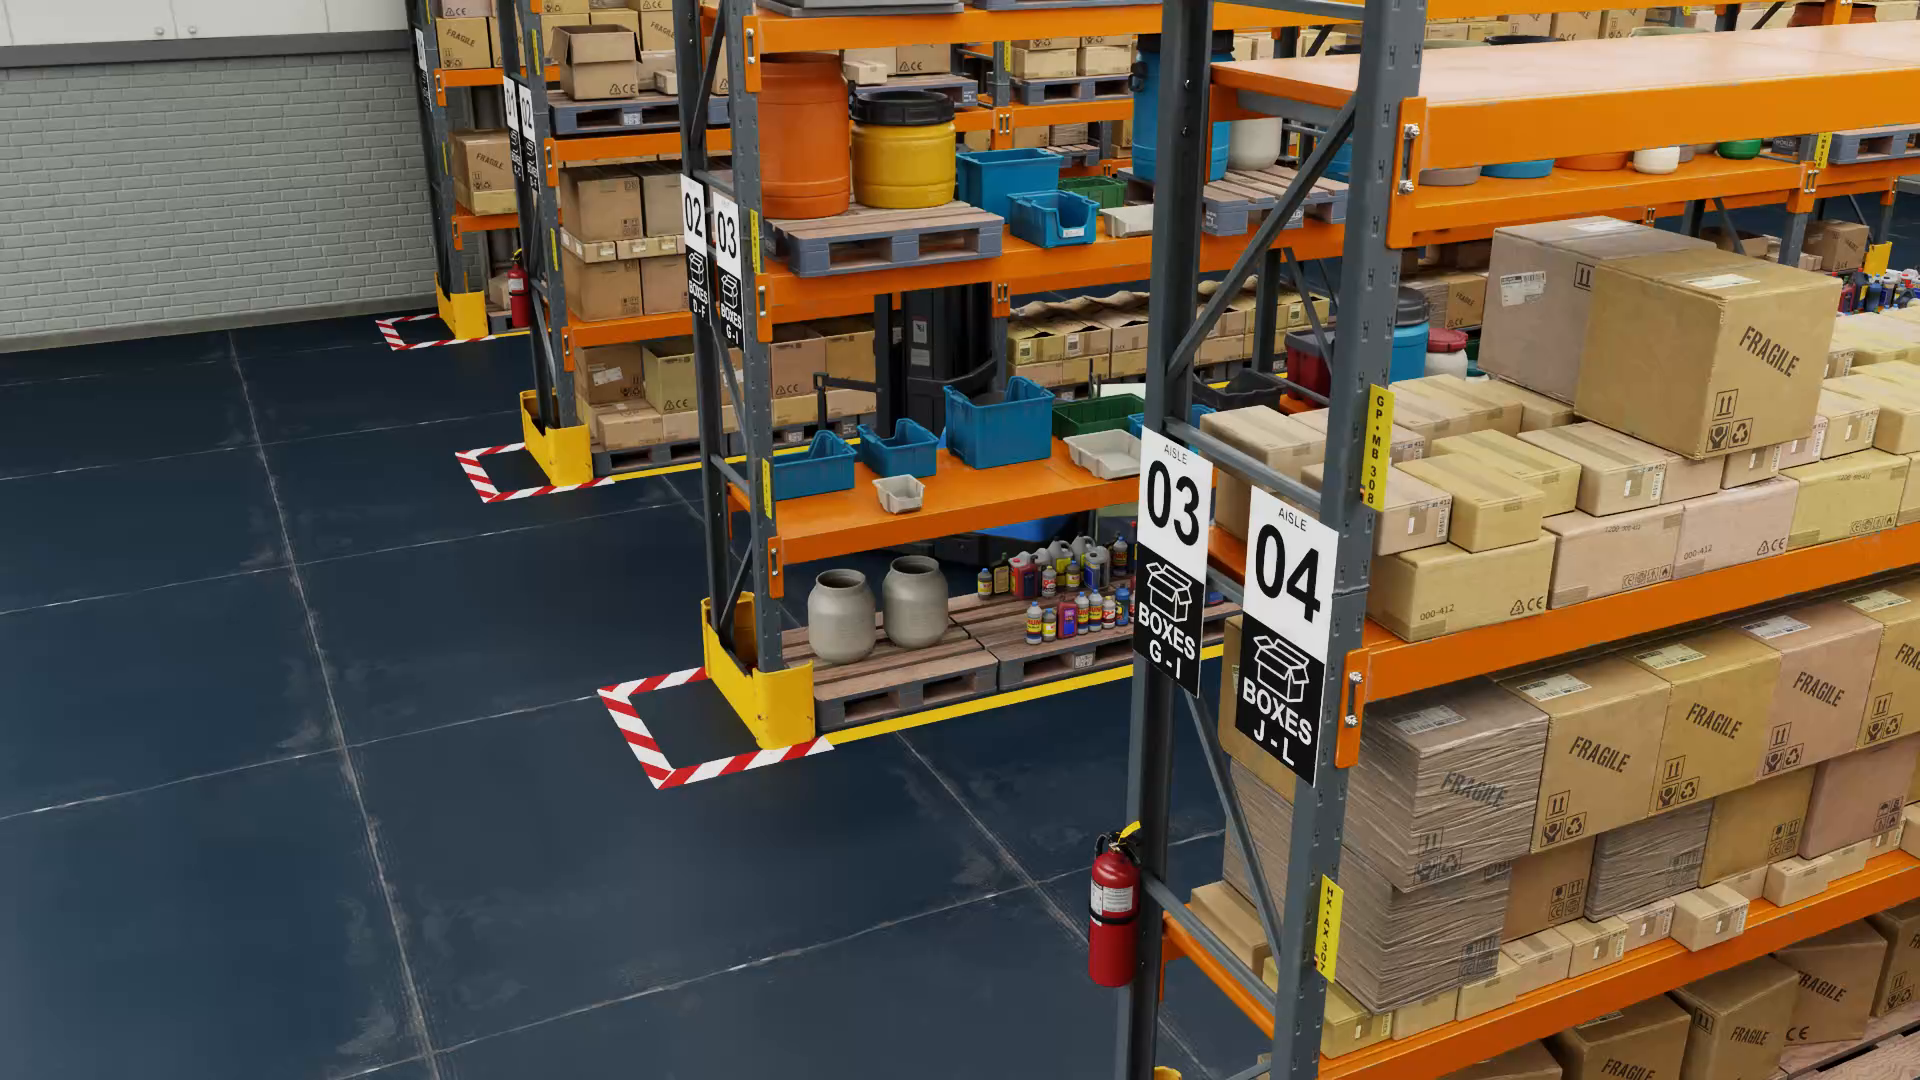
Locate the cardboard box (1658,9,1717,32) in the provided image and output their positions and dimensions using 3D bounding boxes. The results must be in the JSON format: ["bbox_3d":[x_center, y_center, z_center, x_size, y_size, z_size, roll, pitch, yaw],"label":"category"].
[{"bbox_3d":[7.917,-5.585,17.941,0.500,0.250,0.500,-10,25,-24],"label":"cardboard box"}]

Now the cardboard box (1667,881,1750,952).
[{"bbox_3d":[2.606,1.298,6.020,0.250,0.149,0.380,-10,25,-24],"label":"cardboard box"}]

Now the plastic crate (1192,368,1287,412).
[{"bbox_3d":[1.781,-0.936,11.171,0.504,0.338,0.767,-10,25,-24],"label":"plastic crate"}]

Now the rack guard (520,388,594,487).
[{"bbox_3d":[-3.463,-0.893,14.254,0.348,0.500,1.175,-10,25,-24],"label":"rack guard"}]

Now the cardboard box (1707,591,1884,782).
[{"bbox_3d":[2.817,0.471,5.864,0.500,0.500,0.500,-10,25,-24],"label":"cardboard box"}]

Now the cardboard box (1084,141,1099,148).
[{"bbox_3d":[1.798,-5.121,21.502,0.250,0.149,0.380,-10,25,-23],"label":"cardboard box"}]

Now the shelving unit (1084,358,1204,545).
[{"bbox_3d":[1.326,-0.554,12.128,0.755,1.500,0.431,-2,23,-4],"label":"shelving unit"}]

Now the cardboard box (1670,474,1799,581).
[{"bbox_3d":[2.308,-0.113,5.376,0.500,0.250,0.500,-11,25,-24],"label":"cardboard box"}]

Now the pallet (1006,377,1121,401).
[{"bbox_3d":[0.810,-1.563,16.249,1.213,0.211,1.003,-10,25,-24],"label":"pallet"}]

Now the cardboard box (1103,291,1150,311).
[{"bbox_3d":[1.775,-2.317,16.737,0.500,0.311,0.500,-11,25,-24],"label":"cardboard box"}]

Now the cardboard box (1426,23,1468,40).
[{"bbox_3d":[4.605,-4.980,16.805,0.500,0.500,0.910,-10,25,-24],"label":"cardboard box"}]

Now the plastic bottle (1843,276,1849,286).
[{"bbox_3d":[7.408,-2.074,13.991,0.133,0.283,0.061,-10,25,-24],"label":"plastic bottle"}]

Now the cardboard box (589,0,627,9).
[{"bbox_3d":[-3.921,-6.073,18.113,0.500,0.500,0.500,-10,25,-24],"label":"cardboard box"}]

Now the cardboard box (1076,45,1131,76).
[{"bbox_3d":[1.216,-4.417,15.224,0.500,0.250,0.500,-13,26,-29],"label":"cardboard box"}]

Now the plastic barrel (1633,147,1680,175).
[{"bbox_3d":[4.867,-2.702,11.614,0.301,0.262,0.301,0,22,0],"label":"plastic barrel"}]

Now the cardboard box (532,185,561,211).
[{"bbox_3d":[-4.554,-3.761,18.084,0.500,0.250,0.500,-11,25,-25],"label":"cardboard box"}]

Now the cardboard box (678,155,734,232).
[{"bbox_3d":[-2.042,-2.952,14.133,0.500,0.500,0.700,-10,25,-23],"label":"cardboard box"}]

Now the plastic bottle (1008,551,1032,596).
[{"bbox_3d":[0.407,0.223,11.276,0.135,0.276,0.152,-10,25,-23],"label":"plastic bottle"}]

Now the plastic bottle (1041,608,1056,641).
[{"bbox_3d":[0.566,0.535,10.619,0.097,0.201,0.097,0,22,0],"label":"plastic bottle"}]

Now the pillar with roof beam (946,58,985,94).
[{"bbox_3d":[1.936,-6.456,16.581,0.400,9.000,9.100,-10,25,-24],"label":"pillar with roof beam"}]

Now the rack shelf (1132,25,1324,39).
[{"bbox_3d":[3.417,-6.471,21.479,4.000,0.370,1.077,-10,25,-24],"label":"rack shelf"}]

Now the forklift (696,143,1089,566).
[{"bbox_3d":[-0.575,-1.449,12.419,3.031,2.935,1.130,9,24,22],"label":"forklift"}]

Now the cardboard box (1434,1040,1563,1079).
[{"bbox_3d":[1.945,2.115,6.438,0.500,0.500,0.500,-4,23,-10],"label":"cardboard box"}]

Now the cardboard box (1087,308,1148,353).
[{"bbox_3d":[1.562,-2.048,16.089,0.500,0.311,0.500,-11,25,-25],"label":"cardboard box"}]

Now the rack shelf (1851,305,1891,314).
[{"bbox_3d":[7.714,-1.671,13.805,4.000,0.370,1.077,-10,25,-24],"label":"rack shelf"}]

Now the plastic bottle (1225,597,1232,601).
[{"bbox_3d":[1.853,0.219,11.187,0.185,0.351,0.144,-11,25,-25],"label":"plastic bottle"}]

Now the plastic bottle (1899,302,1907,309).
[{"bbox_3d":[7.503,-1.754,13.217,0.133,0.283,0.061,-10,25,-24],"label":"plastic bottle"}]

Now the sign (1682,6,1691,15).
[{"bbox_3d":[7.615,-5.659,17.385,0.005,0.325,0.100,-10,25,-24],"label":"sign"}]

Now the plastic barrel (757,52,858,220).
[{"bbox_3d":[-0.914,-2.247,9.224,0.708,0.830,0.600,-10,25,-24],"label":"plastic barrel"}]

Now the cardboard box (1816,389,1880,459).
[{"bbox_3d":[2.822,-0.413,5.580,0.250,0.149,0.380,-11,25,-26],"label":"cardboard box"}]

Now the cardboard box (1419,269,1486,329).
[{"bbox_3d":[5.225,-2.574,17.741,0.500,0.500,0.500,-11,25,-24],"label":"cardboard box"}]

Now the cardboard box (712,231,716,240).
[{"bbox_3d":[-2.065,-2.560,14.035,0.250,0.149,0.380,-11,25,-25],"label":"cardboard box"}]

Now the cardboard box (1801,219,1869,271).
[{"bbox_3d":[10.592,-3.579,20.168,0.500,0.500,0.500,-10,25,-24],"label":"cardboard box"}]

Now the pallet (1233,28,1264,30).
[{"bbox_3d":[3.179,-6.696,21.329,1.213,0.211,1.003,-9,24,-21],"label":"pallet"}]

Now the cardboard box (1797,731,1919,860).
[{"bbox_3d":[3.151,0.757,6.479,0.500,0.500,0.875,-10,25,-24],"label":"cardboard box"}]

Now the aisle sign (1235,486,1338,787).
[{"bbox_3d":[0.926,0.275,4.764,0.004,0.787,0.394,-10,25,-24],"label":"aisle sign"}]

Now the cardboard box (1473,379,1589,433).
[{"bbox_3d":[1.944,-0.426,5.609,0.250,0.149,0.380,-10,25,-23],"label":"cardboard box"}]

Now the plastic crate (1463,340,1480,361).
[{"bbox_3d":[3.755,-1.296,12.236,0.662,0.188,0.450,-10,25,-24],"label":"plastic crate"}]

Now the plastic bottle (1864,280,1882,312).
[{"bbox_3d":[7.661,-2.046,13.939,0.097,0.271,0.097,0,22,0],"label":"plastic bottle"}]

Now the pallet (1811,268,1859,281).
[{"bbox_3d":[10.189,-3.272,20.379,1.213,0.211,1.003,-10,25,-24],"label":"pallet"}]

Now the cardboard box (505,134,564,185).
[{"bbox_3d":[-4.583,-4.099,17.920,0.500,0.500,0.500,-10,25,-23],"label":"cardboard box"}]

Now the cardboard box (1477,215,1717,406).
[{"bbox_3d":[2.139,-0.782,5.623,0.500,0.500,0.500,-10,25,-24],"label":"cardboard box"}]

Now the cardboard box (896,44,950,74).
[{"bbox_3d":[-0.405,-4.414,14.706,0.500,0.500,0.500,-8,24,-19],"label":"cardboard box"}]

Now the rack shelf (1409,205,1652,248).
[{"bbox_3d":[5.569,-3.378,17.930,4.000,0.370,1.077,-10,25,-24],"label":"rack shelf"}]

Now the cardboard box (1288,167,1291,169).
[{"bbox_3d":[3.891,-4.649,22.320,0.750,0.750,0.750,-10,24,-22],"label":"cardboard box"}]

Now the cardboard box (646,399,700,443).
[{"bbox_3d":[-2.413,-1.072,14.464,0.500,0.250,0.500,-10,25,-24],"label":"cardboard box"}]

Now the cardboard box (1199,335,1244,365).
[{"bbox_3d":[2.481,-1.962,16.614,0.500,0.250,0.500,-10,24,-22],"label":"cardboard box"}]

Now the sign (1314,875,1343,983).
[{"bbox_3d":[1.087,1.150,4.919,0.005,0.325,0.100,-10,25,-24],"label":"sign"}]

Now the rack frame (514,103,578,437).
[{"bbox_3d":[-3.441,-2.052,13.785,0.127,3.000,1.000,-10,25,-24],"label":"rack frame"}]

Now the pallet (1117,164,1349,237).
[{"bbox_3d":[1.700,-2.153,10.355,1.003,0.211,1.213,-10,25,-24],"label":"pallet"}]

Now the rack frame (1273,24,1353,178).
[{"bbox_3d":[2.308,-3.780,10.115,0.127,3.000,1.000,-10,25,-24],"label":"rack frame"}]

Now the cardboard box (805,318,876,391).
[{"bbox_3d":[-1.065,-1.670,14.928,0.500,0.500,0.500,-10,25,-24],"label":"cardboard box"}]
